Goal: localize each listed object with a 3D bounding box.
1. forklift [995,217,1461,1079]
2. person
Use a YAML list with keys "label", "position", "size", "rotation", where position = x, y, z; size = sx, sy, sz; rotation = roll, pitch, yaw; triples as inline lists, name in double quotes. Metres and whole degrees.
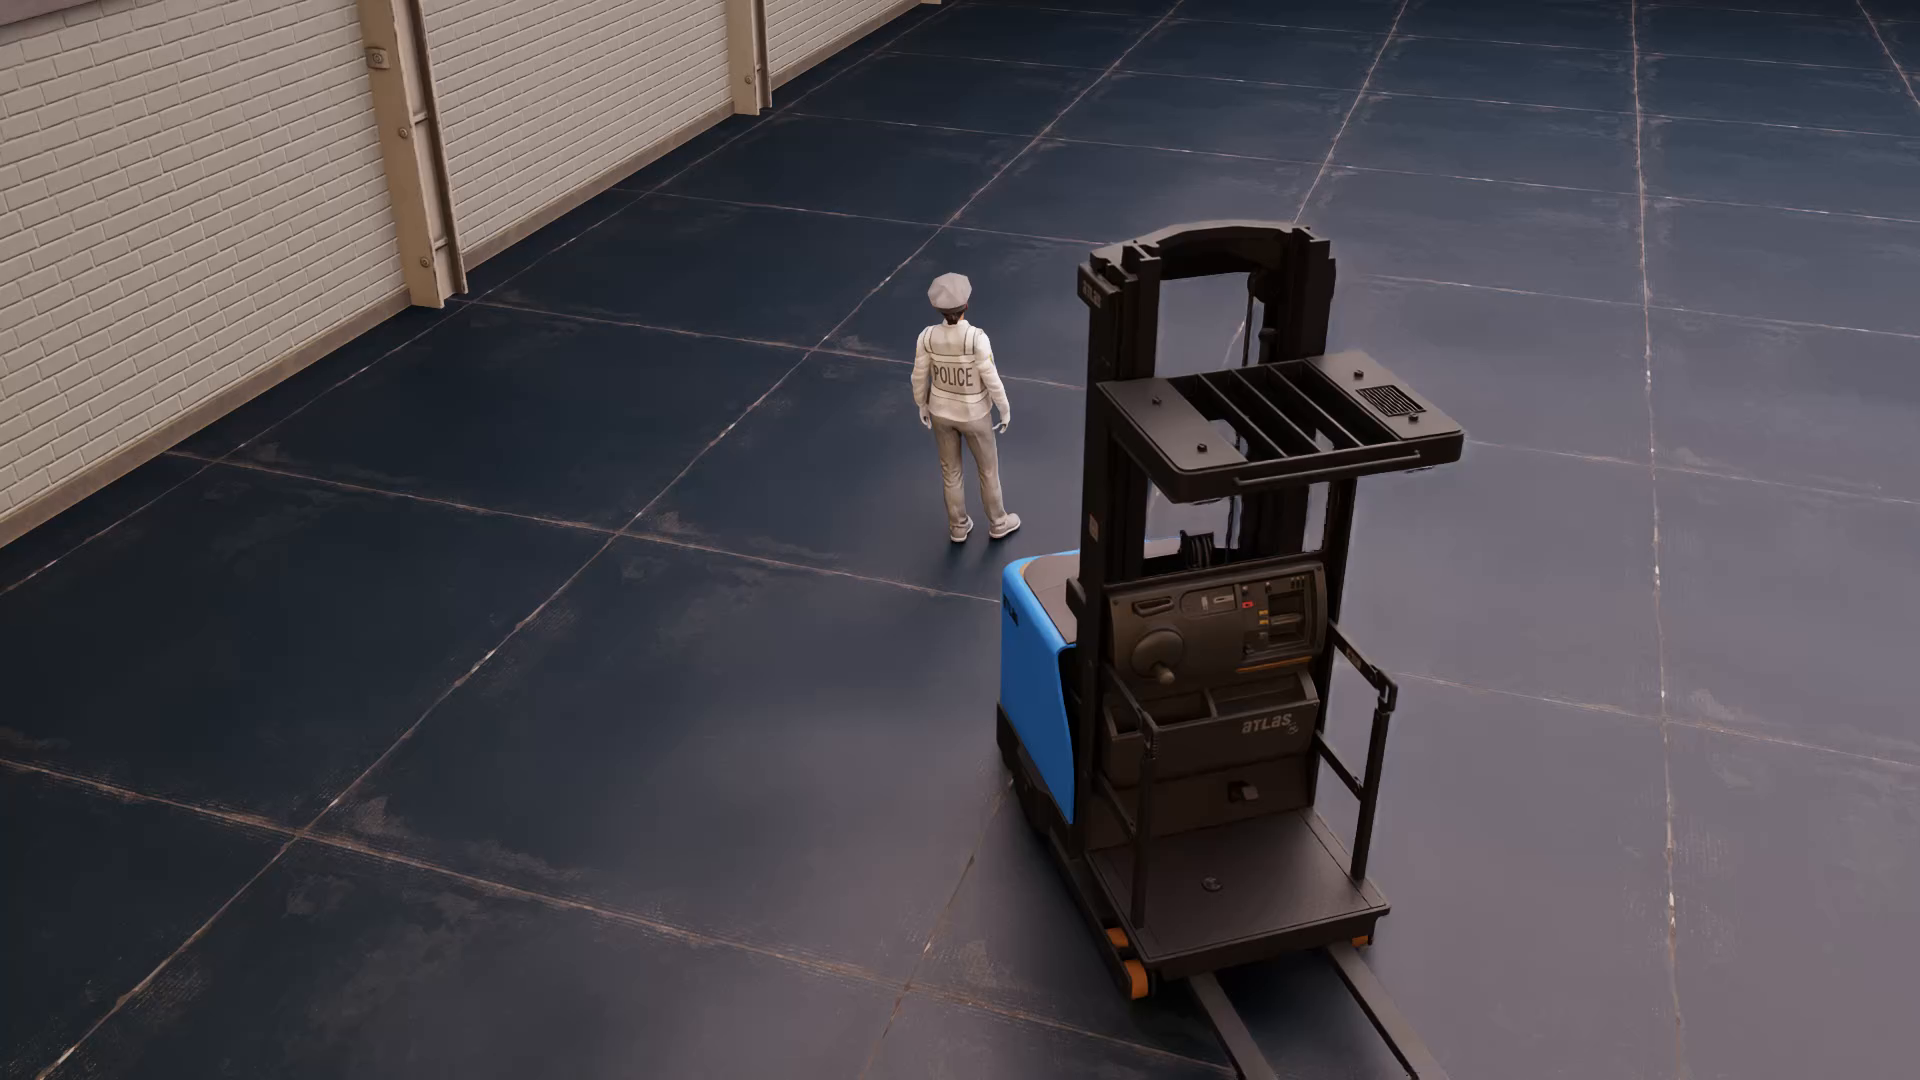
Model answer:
- label: "forklift"
  position: [1.094, 0.371, 6.486]
  size: [1.130, 2.935, 3.031]
  rotation: [-9, 31, -15]
- label: "person"
  position: [0.028, -0.773, 9.726]
  size: [0.587, 1.696, 0.533]
  rotation: [10, 31, 16]
